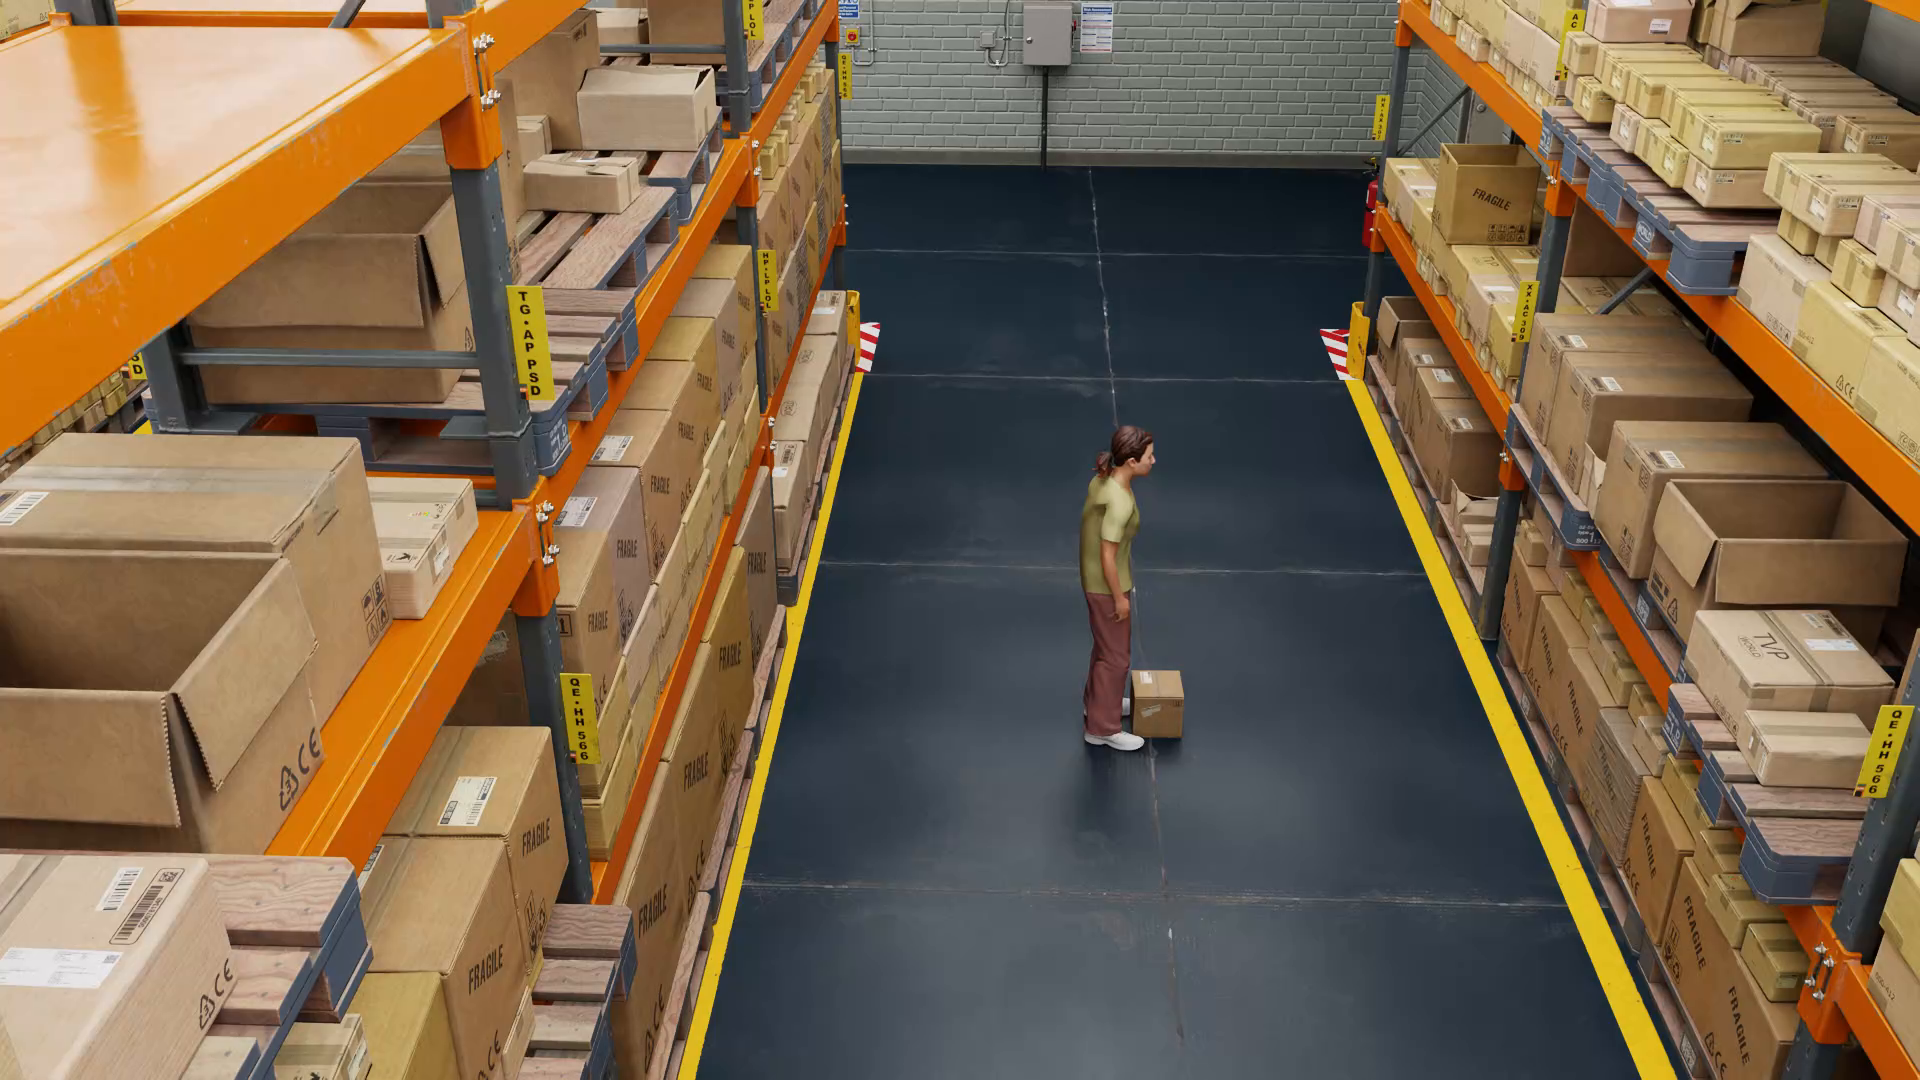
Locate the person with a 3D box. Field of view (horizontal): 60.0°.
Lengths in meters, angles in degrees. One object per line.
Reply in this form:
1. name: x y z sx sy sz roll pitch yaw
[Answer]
1. person: 0.768 0.213 8.224 0.364 1.673 0.512 0 28 0
